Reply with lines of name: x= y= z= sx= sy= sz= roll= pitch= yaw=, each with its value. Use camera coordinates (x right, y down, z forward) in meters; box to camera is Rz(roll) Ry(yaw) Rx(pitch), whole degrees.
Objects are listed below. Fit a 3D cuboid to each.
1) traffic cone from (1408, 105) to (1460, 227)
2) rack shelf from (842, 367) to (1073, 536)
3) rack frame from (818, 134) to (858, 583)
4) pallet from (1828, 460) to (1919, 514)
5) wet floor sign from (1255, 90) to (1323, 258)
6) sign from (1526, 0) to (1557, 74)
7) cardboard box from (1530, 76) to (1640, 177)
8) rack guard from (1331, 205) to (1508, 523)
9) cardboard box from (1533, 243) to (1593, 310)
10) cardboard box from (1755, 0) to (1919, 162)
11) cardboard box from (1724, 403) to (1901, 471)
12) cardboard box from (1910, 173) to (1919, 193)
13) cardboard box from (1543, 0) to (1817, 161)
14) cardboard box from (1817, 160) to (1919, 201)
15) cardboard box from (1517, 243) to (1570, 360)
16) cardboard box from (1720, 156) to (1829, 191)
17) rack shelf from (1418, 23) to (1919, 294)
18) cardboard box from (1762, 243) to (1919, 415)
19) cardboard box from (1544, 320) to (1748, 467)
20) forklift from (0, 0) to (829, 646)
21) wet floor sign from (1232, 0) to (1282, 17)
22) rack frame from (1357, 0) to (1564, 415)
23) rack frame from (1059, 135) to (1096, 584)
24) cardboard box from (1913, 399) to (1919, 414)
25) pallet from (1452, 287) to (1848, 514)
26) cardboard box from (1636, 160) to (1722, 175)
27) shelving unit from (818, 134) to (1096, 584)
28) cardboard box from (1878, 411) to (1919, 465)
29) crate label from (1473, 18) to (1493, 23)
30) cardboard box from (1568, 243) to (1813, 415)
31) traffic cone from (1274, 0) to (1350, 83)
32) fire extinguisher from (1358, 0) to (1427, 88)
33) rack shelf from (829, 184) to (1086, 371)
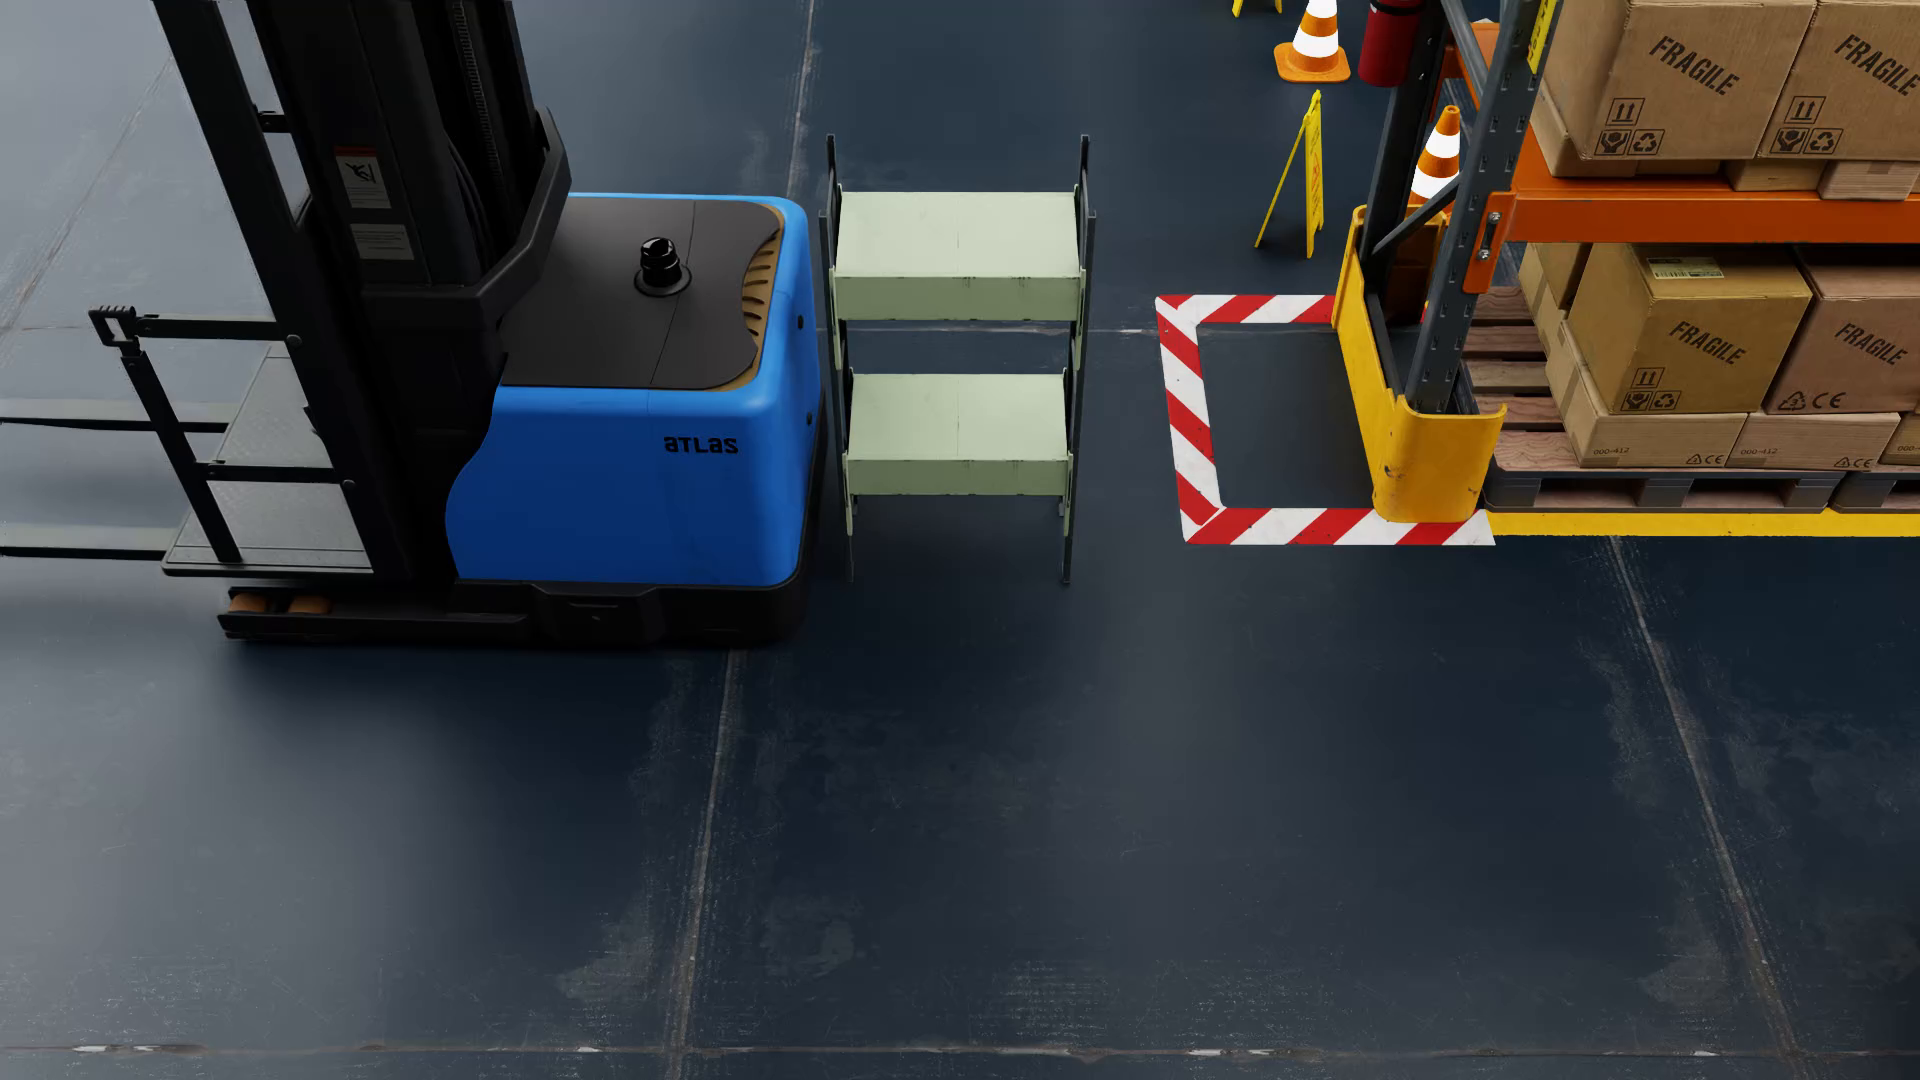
traffic cone: x=1.994 y=-1.589 z=6.913 sx=0.334 sy=0.463 sz=0.336 roll=0 pitch=47 yaw=0
rack shelf: x=-0.007 y=-0.289 z=5.440 sx=0.720 sy=0.370 sz=0.431 roll=0 pitch=47 yaw=0
rack frame: x=-0.373 y=-0.512 z=5.202 sx=0.023 sy=1.500 sz=0.400 roll=0 pitch=47 yaw=0
pallet: x=3.664 y=-0.527 z=6.096 sx=1.213 sy=0.211 sz=1.003 roll=0 pitch=47 yaw=0
wet floor sign: x=1.373 y=-1.492 z=6.698 sx=0.232 sy=0.644 sz=0.267 roll=15 pitch=49 yaw=14
sign: x=1.557 y=-1.408 z=4.420 sx=0.005 sy=0.325 sz=0.100 roll=0 pitch=47 yaw=0
cardboard box: x=1.898 y=-1.272 z=5.057 sx=0.250 sy=0.149 sz=0.380 roll=0 pitch=47 yaw=0
rack guard: x=1.635 y=-0.659 z=6.022 sx=0.348 sy=0.500 sz=1.175 roll=0 pitch=47 yaw=0
cardboard box: x=2.361 y=-1.161 z=5.861 sx=0.500 sy=0.500 sz=0.500 roll=0 pitch=47 yaw=0
cardboard box: x=2.550 y=-1.443 z=4.772 sx=0.500 sy=0.500 sz=0.500 roll=1 pitch=47 yaw=1
cardboard box: x=2.875 y=-0.505 z=5.763 sx=0.500 sy=0.250 sz=0.500 roll=2 pitch=47 yaw=2
cardboard box: x=2.928 y=-1.212 z=5.000 sx=0.250 sy=0.149 sz=0.380 roll=1 pitch=47 yaw=1
cardboard box: x=2.032 y=-1.442 z=4.771 sx=0.500 sy=0.500 sz=0.500 roll=0 pitch=47 yaw=0
cardboard box: x=2.669 y=-1.188 z=4.978 sx=0.250 sy=0.149 sz=0.380 roll=1 pitch=47 yaw=1
cardboard box: x=2.392 y=-0.911 z=6.141 sx=0.500 sy=0.250 sz=0.500 roll=0 pitch=47 yaw=0
cardboard box: x=2.415 y=-1.222 z=5.010 sx=0.250 sy=0.149 sz=0.380 roll=-1 pitch=47 yaw=-1
rack shelf: x=3.559 y=-1.260 z=5.365 sx=4.000 sy=0.370 sz=1.077 roll=0 pitch=47 yaw=0
cardboard box: x=2.911 y=-0.770 z=5.497 sx=0.500 sy=0.500 sz=0.500 roll=-1 pitch=47 yaw=-1
cardboard box: x=2.365 y=-0.512 z=5.769 sx=0.500 sy=0.250 sz=0.500 roll=0 pitch=47 yaw=0
forklift: x=-2.003 y=-1.051 z=4.726 sx=3.031 sy=2.935 sz=1.130 roll=1 pitch=47 yaw=1
wet floor sign: x=1.440 y=-2.883 z=7.992 sx=0.232 sy=0.644 sz=0.267 roll=-7 pitch=47 yaw=-7
rack frame: x=1.559 y=-1.511 z=5.107 sx=0.127 sy=3.000 sz=1.000 roll=0 pitch=47 yaw=0
rack frame: x=0.359 y=-0.510 z=5.200 sx=0.023 sy=1.500 sz=0.400 roll=0 pitch=47 yaw=0
cardboard box: x=3.413 y=-0.762 z=5.490 sx=0.500 sy=0.500 sz=0.500 roll=1 pitch=47 yaw=1
pallet: x=2.447 y=-0.532 z=6.101 sx=1.213 sy=0.211 sz=1.003 roll=0 pitch=47 yaw=0
cardboard box: x=2.150 y=-1.282 z=5.066 sx=0.250 sy=0.149 sz=0.380 roll=1 pitch=47 yaw=1
shelving unit: x=-0.007 y=-0.511 z=5.201 sx=0.755 sy=1.500 sz=0.431 roll=0 pitch=47 yaw=0
cardboard box: x=3.421 y=-0.513 z=5.770 sx=0.500 sy=0.250 sz=0.500 roll=3 pitch=47 yaw=3
crate label: x=2.444 y=-2.335 z=7.830 sx=0.298 sy=0.136 sz=0.250 roll=-23 pitch=51 yaw=-20
cardboard box: x=2.388 y=-0.768 z=5.495 sx=0.500 sy=0.500 sz=0.500 roll=-1 pitch=47 yaw=-1
traffic cone: x=1.658 y=-2.403 z=7.670 sx=0.334 sy=0.463 sz=0.336 roll=0 pitch=47 yaw=0
fire extinguisher: x=1.446 y=-1.822 z=5.449 sx=0.183 sy=0.674 sz=0.296 roll=0 pitch=47 yaw=0
rack shelf: x=-0.007 y=-0.777 z=4.915 sx=0.720 sy=0.370 sz=0.431 roll=0 pitch=47 yaw=0
